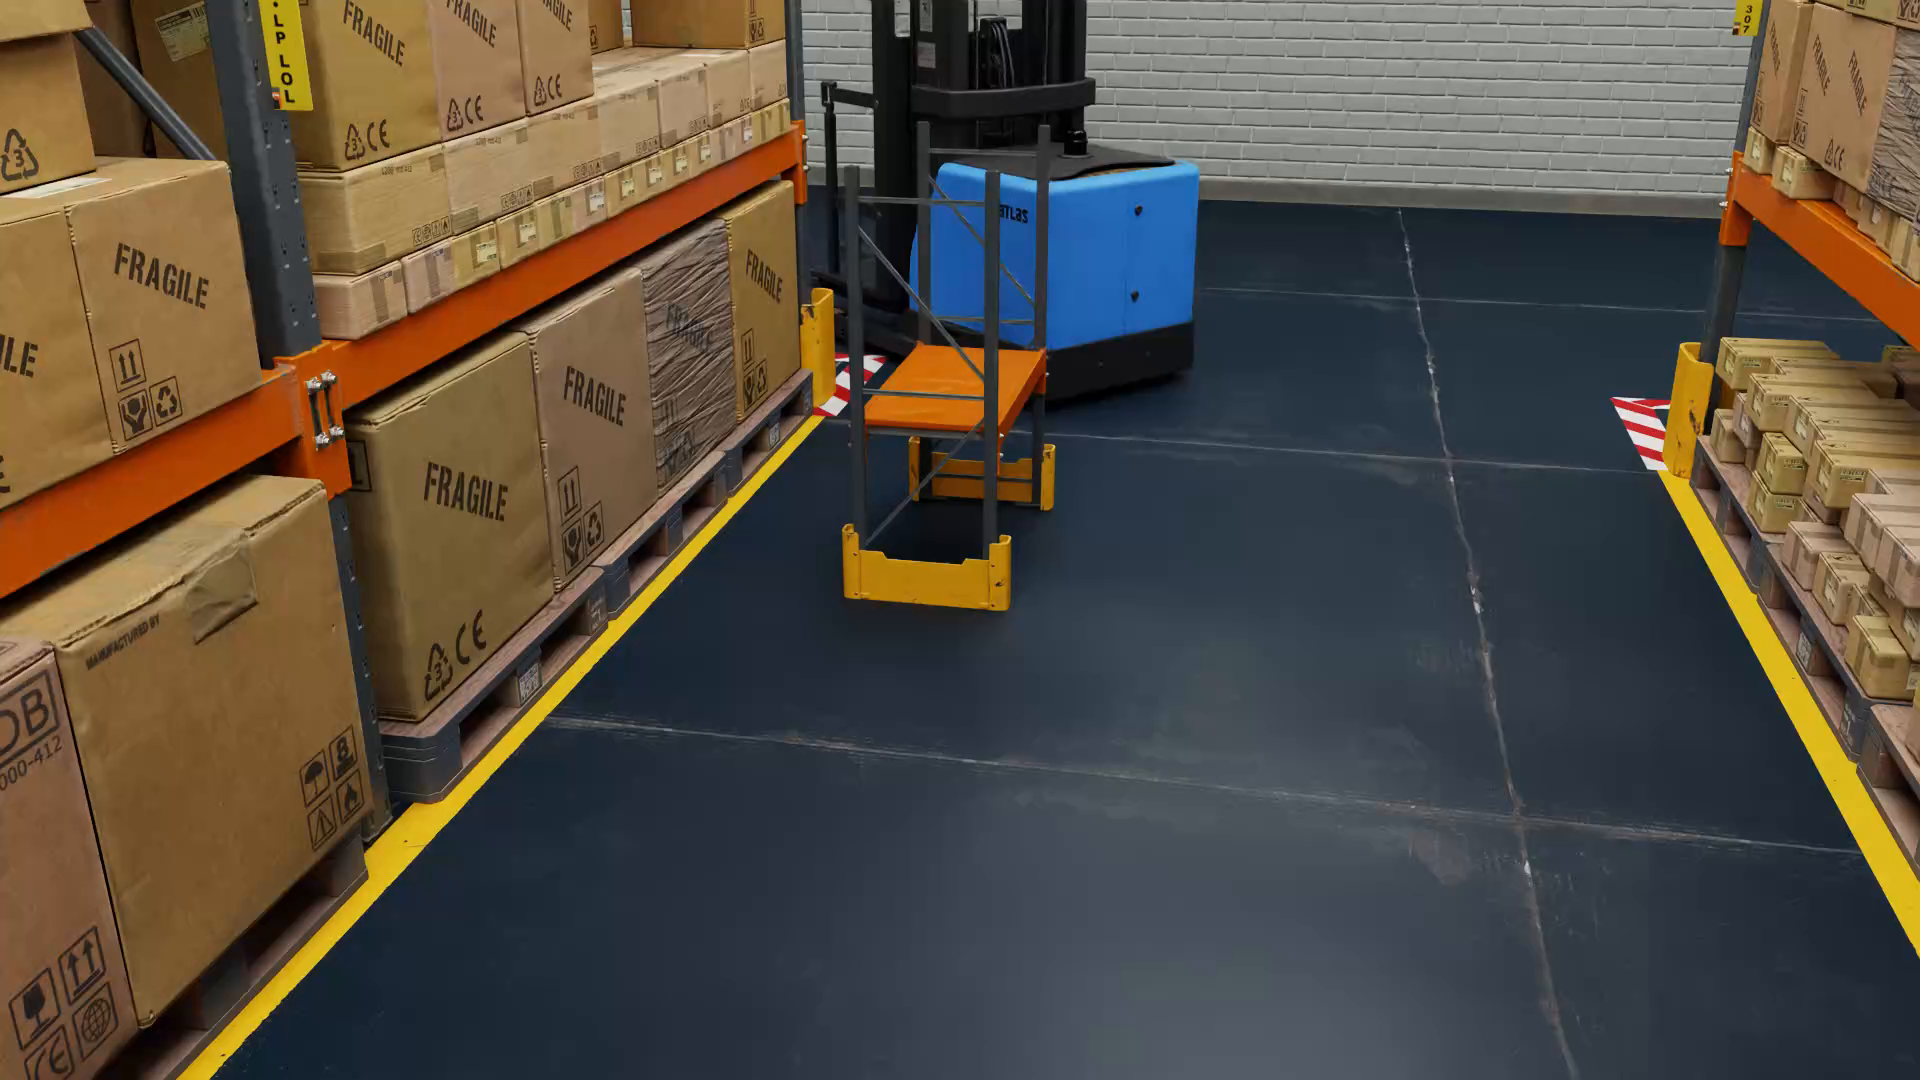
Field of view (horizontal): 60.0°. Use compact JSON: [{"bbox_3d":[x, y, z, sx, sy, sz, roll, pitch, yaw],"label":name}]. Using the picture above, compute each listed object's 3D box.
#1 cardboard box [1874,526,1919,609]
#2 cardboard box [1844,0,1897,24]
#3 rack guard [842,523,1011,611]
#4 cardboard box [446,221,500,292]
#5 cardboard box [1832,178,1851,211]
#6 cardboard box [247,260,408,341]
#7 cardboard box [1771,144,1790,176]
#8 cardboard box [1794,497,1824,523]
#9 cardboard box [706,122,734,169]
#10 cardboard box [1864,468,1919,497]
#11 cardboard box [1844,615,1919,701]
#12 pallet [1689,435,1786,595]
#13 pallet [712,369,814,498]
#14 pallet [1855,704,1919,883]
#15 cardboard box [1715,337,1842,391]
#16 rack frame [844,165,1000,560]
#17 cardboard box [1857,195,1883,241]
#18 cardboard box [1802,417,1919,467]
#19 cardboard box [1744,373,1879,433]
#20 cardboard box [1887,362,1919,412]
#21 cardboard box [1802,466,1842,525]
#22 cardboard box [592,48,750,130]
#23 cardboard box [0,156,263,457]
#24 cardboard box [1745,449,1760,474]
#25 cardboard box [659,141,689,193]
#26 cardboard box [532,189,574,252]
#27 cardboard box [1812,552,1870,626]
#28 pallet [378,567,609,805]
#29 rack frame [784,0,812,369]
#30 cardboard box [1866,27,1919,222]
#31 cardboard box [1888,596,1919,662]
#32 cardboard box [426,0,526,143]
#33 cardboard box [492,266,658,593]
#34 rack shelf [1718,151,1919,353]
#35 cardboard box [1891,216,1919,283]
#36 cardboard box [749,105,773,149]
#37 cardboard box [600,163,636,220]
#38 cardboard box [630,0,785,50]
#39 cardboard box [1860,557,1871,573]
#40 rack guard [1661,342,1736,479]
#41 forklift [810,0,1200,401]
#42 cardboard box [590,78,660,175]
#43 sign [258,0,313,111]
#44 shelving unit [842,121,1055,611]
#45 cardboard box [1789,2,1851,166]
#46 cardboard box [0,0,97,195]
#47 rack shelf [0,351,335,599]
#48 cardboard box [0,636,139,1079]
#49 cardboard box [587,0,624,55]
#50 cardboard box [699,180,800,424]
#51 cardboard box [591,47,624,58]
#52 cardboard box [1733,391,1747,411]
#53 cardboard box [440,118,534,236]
[{"bbox_3d":[2.779,0.084,4.587,0.380,0.149,0.250,3,22,8],"label":"cardboard box"},{"bbox_3d":[3.050,-1.828,5.007,0.500,0.500,0.500,4,22,10],"label":"cardboard box"},{"bbox_3d":[-0.117,0.094,5.785,0.587,0.250,0.087,4,22,11],"label":"rack guard"},{"bbox_3d":[-1.532,-0.808,4.681,0.380,0.149,0.250,5,23,13],"label":"cardboard box"},{"bbox_3d":[3.202,-1.191,5.633,0.380,0.149,0.250,6,23,13],"label":"cardboard box"},{"bbox_3d":[-1.639,-0.616,4.204,0.380,0.149,0.250,5,22,11],"label":"cardboard box"},{"bbox_3d":[3.228,-1.391,6.129,0.380,0.149,0.250,5,23,13],"label":"cardboard box"},{"bbox_3d":[3.071,-0.023,5.651,0.380,0.149,0.250,5,22,11],"label":"cardboard box"},{"bbox_3d":[-1.115,-1.562,6.553,0.380,0.149,0.250,5,22,12],"label":"cardboard box"},{"bbox_3d":[2.980,-0.098,5.039,0.380,0.149,0.250,5,22,11],"label":"cardboard box"},{"bbox_3d":[2.768,0.345,4.735,0.380,0.149,0.250,4,22,11],"label":"cardboard box"},{"bbox_3d":[3.411,-0.082,6.274,1.003,0.211,1.213,4,22,11],"label":"pallet"},{"bbox_3d":[-1.295,-0.520,7.363,1.003,0.211,1.213,4,22,11],"label":"pallet"},{"bbox_3d":[2.913,0.811,4.058,1.003,0.211,1.213,4,22,11],"label":"pallet"},{"bbox_3d":[3.187,-0.680,6.484,0.380,0.149,0.250,3,22,8],"label":"cardboard box"},{"bbox_3d":[-0.121,-0.479,5.534,0.500,1.500,0.032,4,22,11],"label":"rack frame"},{"bbox_3d":[3.045,-1.006,5.173,0.380,0.149,0.250,4,22,10],"label":"cardboard box"},{"bbox_3d":[3.036,-0.290,5.516,0.380,0.149,0.250,5,23,13],"label":"cardboard box"},{"bbox_3d":[3.072,-0.488,6.007,0.380,0.149,0.250,4,22,11],"label":"cardboard box"},{"bbox_3d":[3.659,-0.545,6.150,0.380,0.149,0.250,5,22,12],"label":"cardboard box"},{"bbox_3d":[3.074,-0.154,5.576,0.380,0.149,0.250,3,22,8],"label":"cardboard box"},{"bbox_3d":[-1.152,-1.798,6.605,0.500,0.250,0.500,4,22,10],"label":"cardboard box"},{"bbox_3d":[-1.853,-0.504,3.456,0.500,0.500,0.500,5,22,11],"label":"cardboard box"},{"bbox_3d":[3.233,-0.300,6.338,0.380,0.149,0.250,4,22,11],"label":"cardboard box"},{"bbox_3d":[-1.218,-1.372,6.081,0.380,0.149,0.250,5,22,11],"label":"cardboard box"},{"bbox_3d":[-1.428,-0.998,5.153,0.380,0.149,0.250,4,22,10],"label":"cardboard box"},{"bbox_3d":[2.904,0.164,5.184,0.380,0.149,0.250,4,22,11],"label":"cardboard box"},{"bbox_3d":[-1.793,0.372,5.148,1.003,0.211,1.213,4,22,11],"label":"pallet"},{"bbox_3d":[-1.208,-2.112,7.583,1.000,3.000,0.127,4,22,11],"label":"rack frame"},{"bbox_3d":[2.970,-1.176,4.726,0.500,0.500,0.500,4,22,10],"label":"cardboard box"},{"bbox_3d":[2.824,0.238,4.604,0.380,0.149,0.250,5,22,12],"label":"cardboard box"},{"bbox_3d":[-1.569,-1.401,4.616,0.500,0.500,0.500,4,22,11],"label":"cardboard box"},{"bbox_3d":[-1.628,-0.423,5.671,0.875,0.875,0.875,4,22,11],"label":"cardboard box"},{"bbox_3d":[3.218,-0.632,4.871,1.077,0.370,4.000,4,22,11],"label":"rack shelf"},{"bbox_3d":[2.888,-0.817,4.704,0.380,0.149,0.250,5,22,12],"label":"cardboard box"},{"bbox_3d":[-1.010,-1.745,7.008,0.380,0.149,0.250,5,22,11],"label":"cardboard box"},{"bbox_3d":[-1.322,-1.186,5.619,0.380,0.149,0.250,4,22,9],"label":"cardboard box"},{"bbox_3d":[-1.051,-2.330,6.923,0.500,0.500,0.500,5,22,12],"label":"cardboard box"},{"bbox_3d":[2.994,0.047,5.078,0.380,0.149,0.250,6,23,13],"label":"cardboard box"},{"bbox_3d":[3.611,-0.510,6.951,1.175,0.500,0.348,4,22,11],"label":"rack guard"},{"bbox_3d":[-0.122,-2.497,8.630,1.130,2.935,3.031,-16,27,-34],"label":"forklift"},{"bbox_3d":[-1.357,-1.421,5.669,0.500,0.250,0.500,4,22,11],"label":"cardboard box"},{"bbox_3d":[-1.491,-1.112,3.656,0.100,0.325,0.005,4,22,11],"label":"sign"},{"bbox_3d":[-0.016,-0.668,6.004,0.587,1.500,1.083,4,22,11],"label":"shelving unit"},{"bbox_3d":[3.180,-1.541,5.632,0.500,0.500,0.500,5,22,11],"label":"cardboard box"},{"bbox_3d":[-2.147,-0.927,3.163,0.797,0.503,0.637,4,22,10],"label":"cardboard box"},{"bbox_3d":[-2.433,0.416,2.269,1.077,0.370,4.000,4,22,11],"label":"rack shelf"},{"bbox_3d":[-2.317,0.704,2.873,1.225,0.875,0.875,4,22,9],"label":"cardboard box"},{"bbox_3d":[-1.673,-2.191,6.577,0.500,0.500,0.500,4,22,10],"label":"cardboard box"},{"bbox_3d":[-1.261,-1.081,7.305,0.875,0.875,0.875,4,22,11],"label":"cardboard box"},{"bbox_3d":[-1.670,-1.835,6.698,0.500,0.250,0.500,4,22,10],"label":"cardboard box"},{"bbox_3d":[3.268,-0.536,6.524,0.380,0.149,0.250,5,23,13],"label":"cardboard box"},{"bbox_3d":[-1.566,-1.051,4.751,0.500,0.250,0.500,4,22,11],"label":"cardboard box"}]
